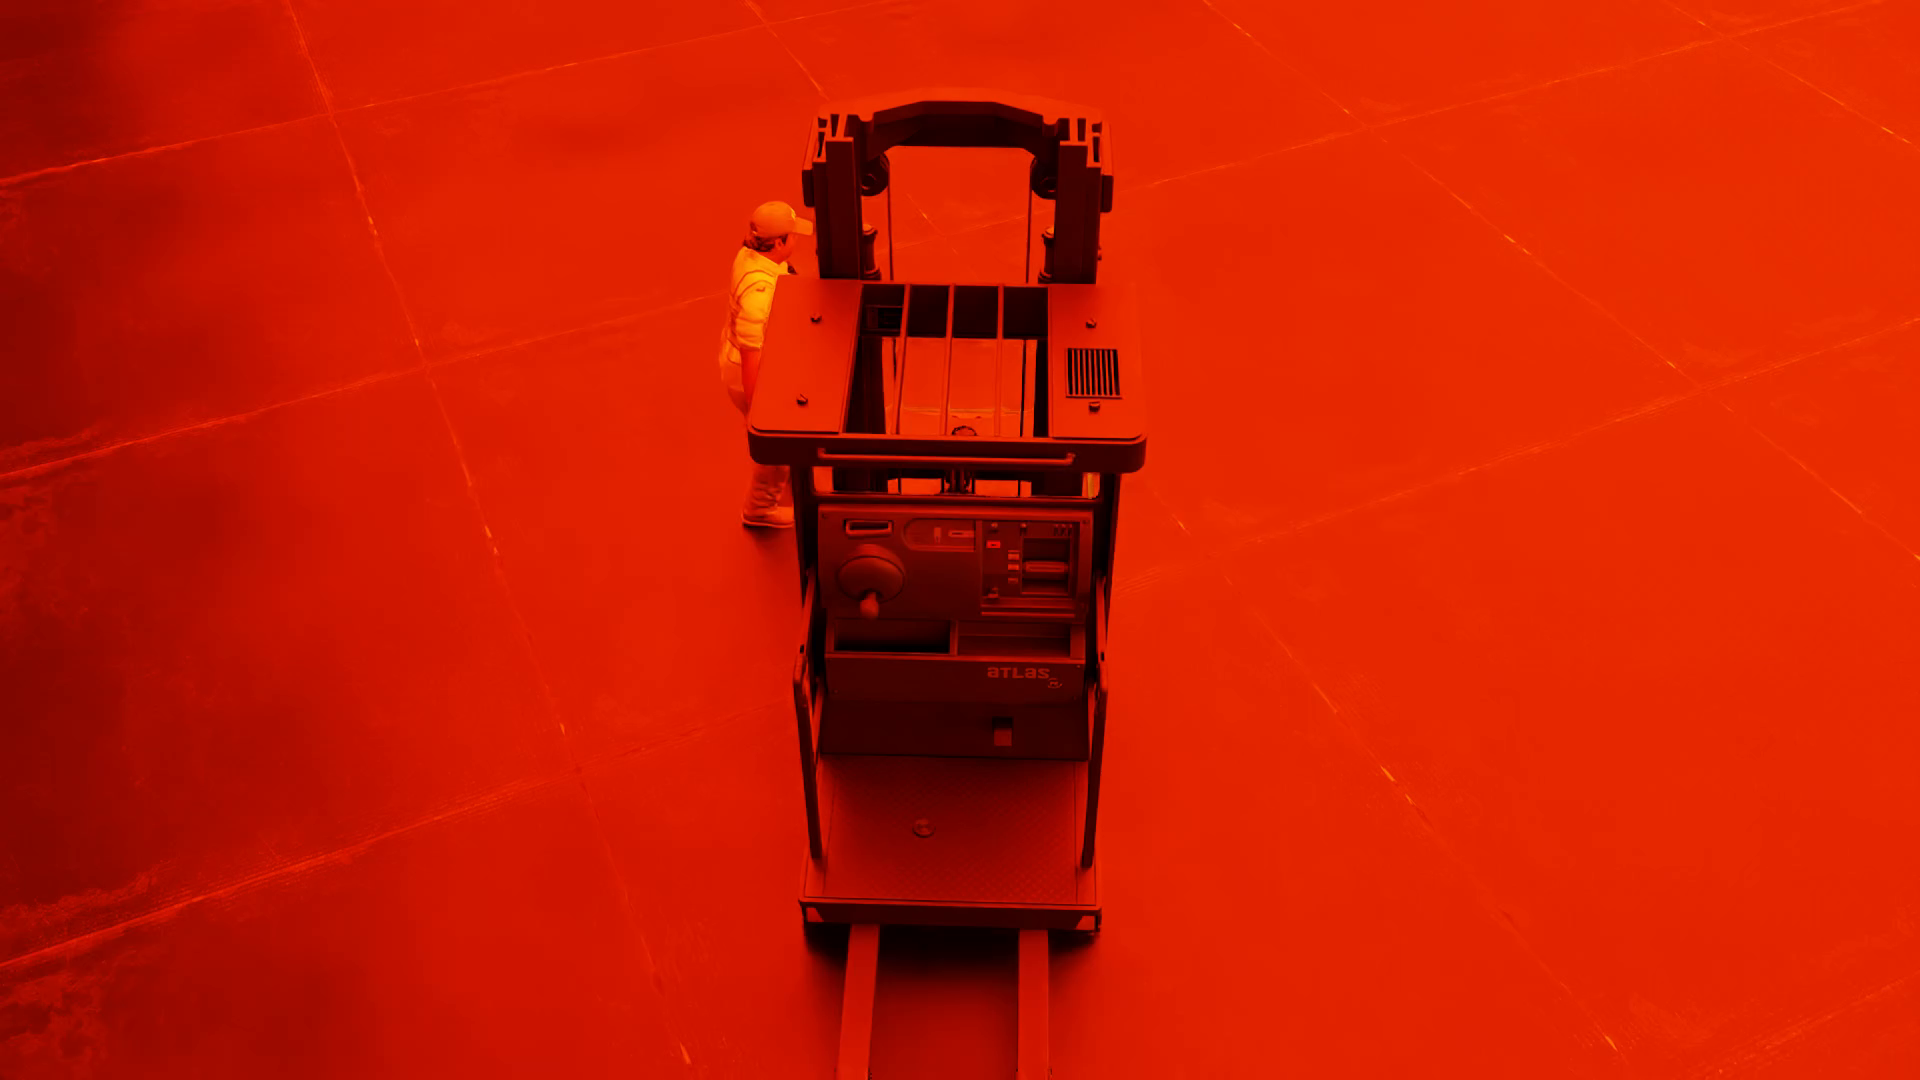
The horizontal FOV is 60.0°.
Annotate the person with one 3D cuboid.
[{"bbox_3d":[-0.850,-0.804,7.502,0.470,1.638,0.811,-6,43,-6],"label":"person"}]

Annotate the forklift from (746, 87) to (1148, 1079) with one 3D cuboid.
[{"bbox_3d":[-0.023,0.166,5.503,1.130,2.935,3.031,1,43,1],"label":"forklift"}]
